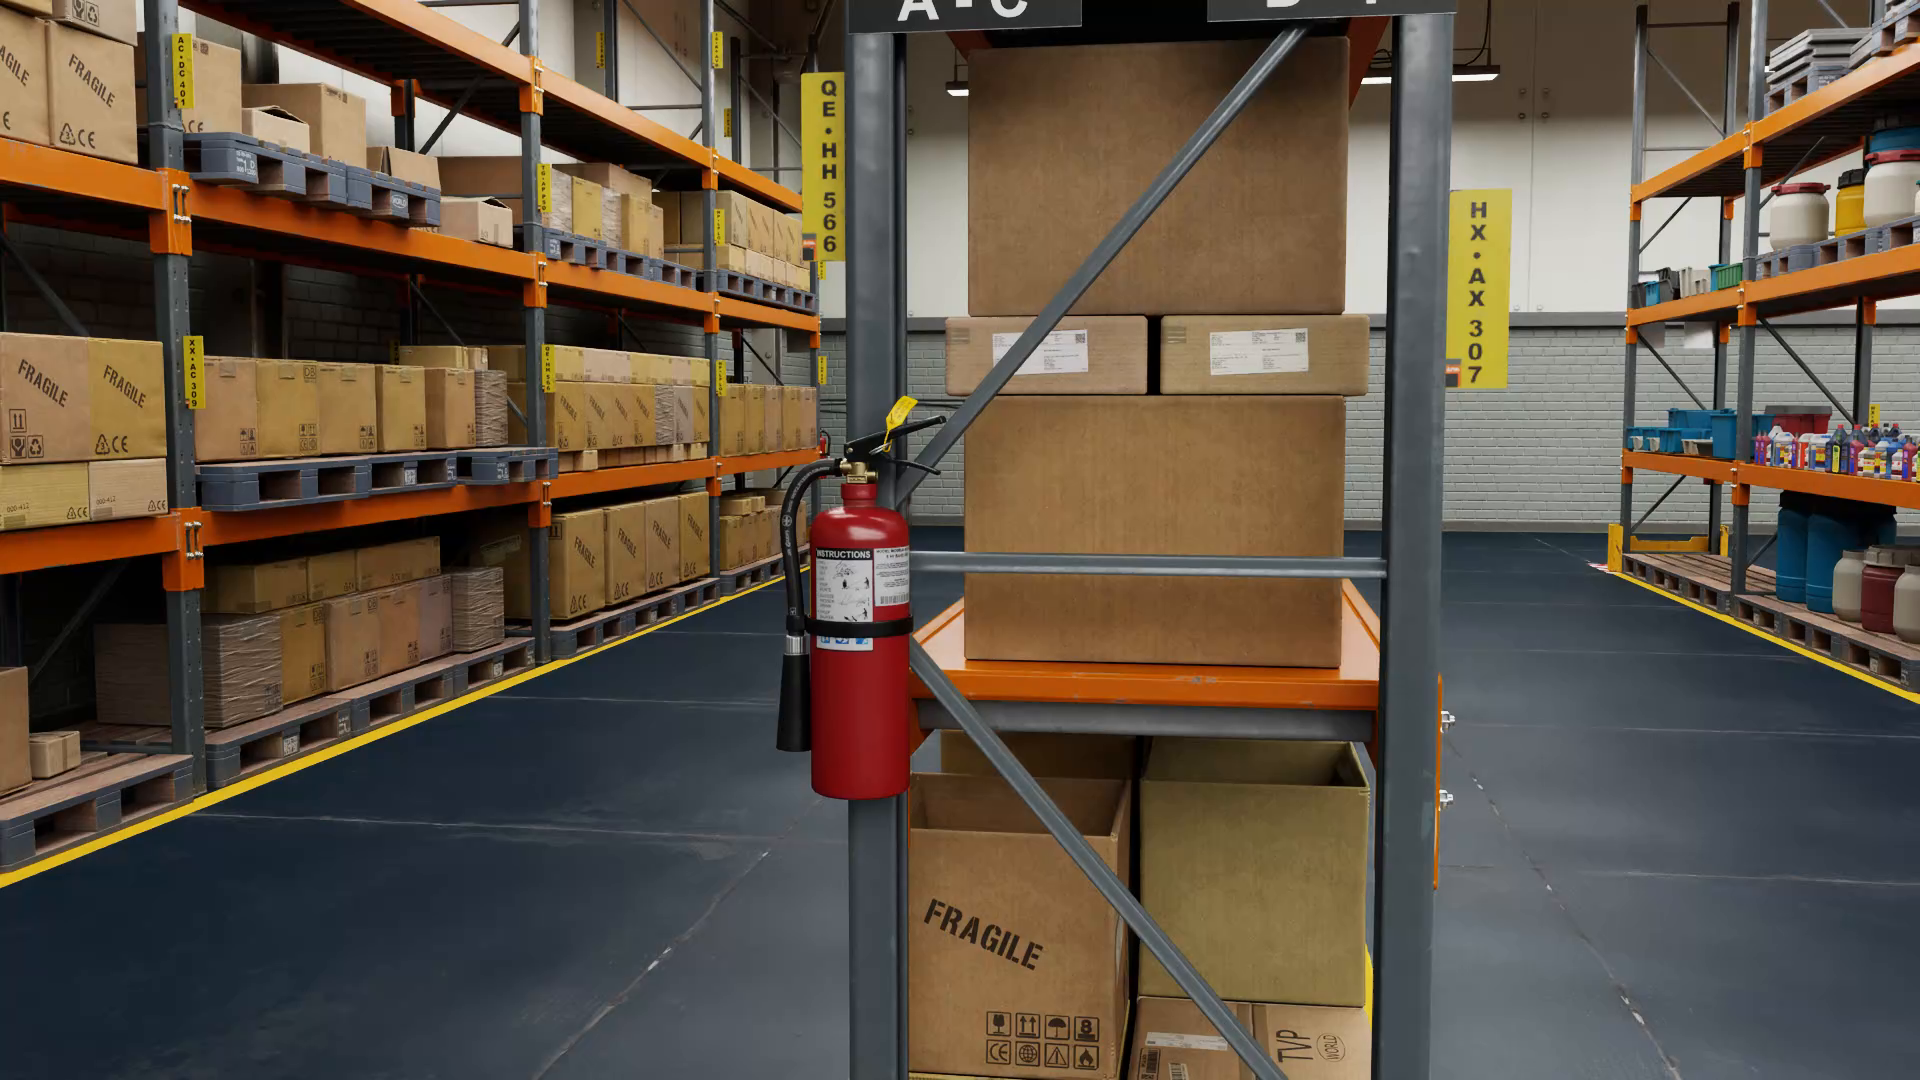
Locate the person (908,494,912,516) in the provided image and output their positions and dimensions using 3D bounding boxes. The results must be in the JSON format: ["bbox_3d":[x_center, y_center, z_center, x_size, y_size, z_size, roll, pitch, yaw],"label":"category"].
[{"bbox_3d":[-0.615,-0.173,13.924,0.451,1.689,0.527,1,5,10],"label":"person"}]
